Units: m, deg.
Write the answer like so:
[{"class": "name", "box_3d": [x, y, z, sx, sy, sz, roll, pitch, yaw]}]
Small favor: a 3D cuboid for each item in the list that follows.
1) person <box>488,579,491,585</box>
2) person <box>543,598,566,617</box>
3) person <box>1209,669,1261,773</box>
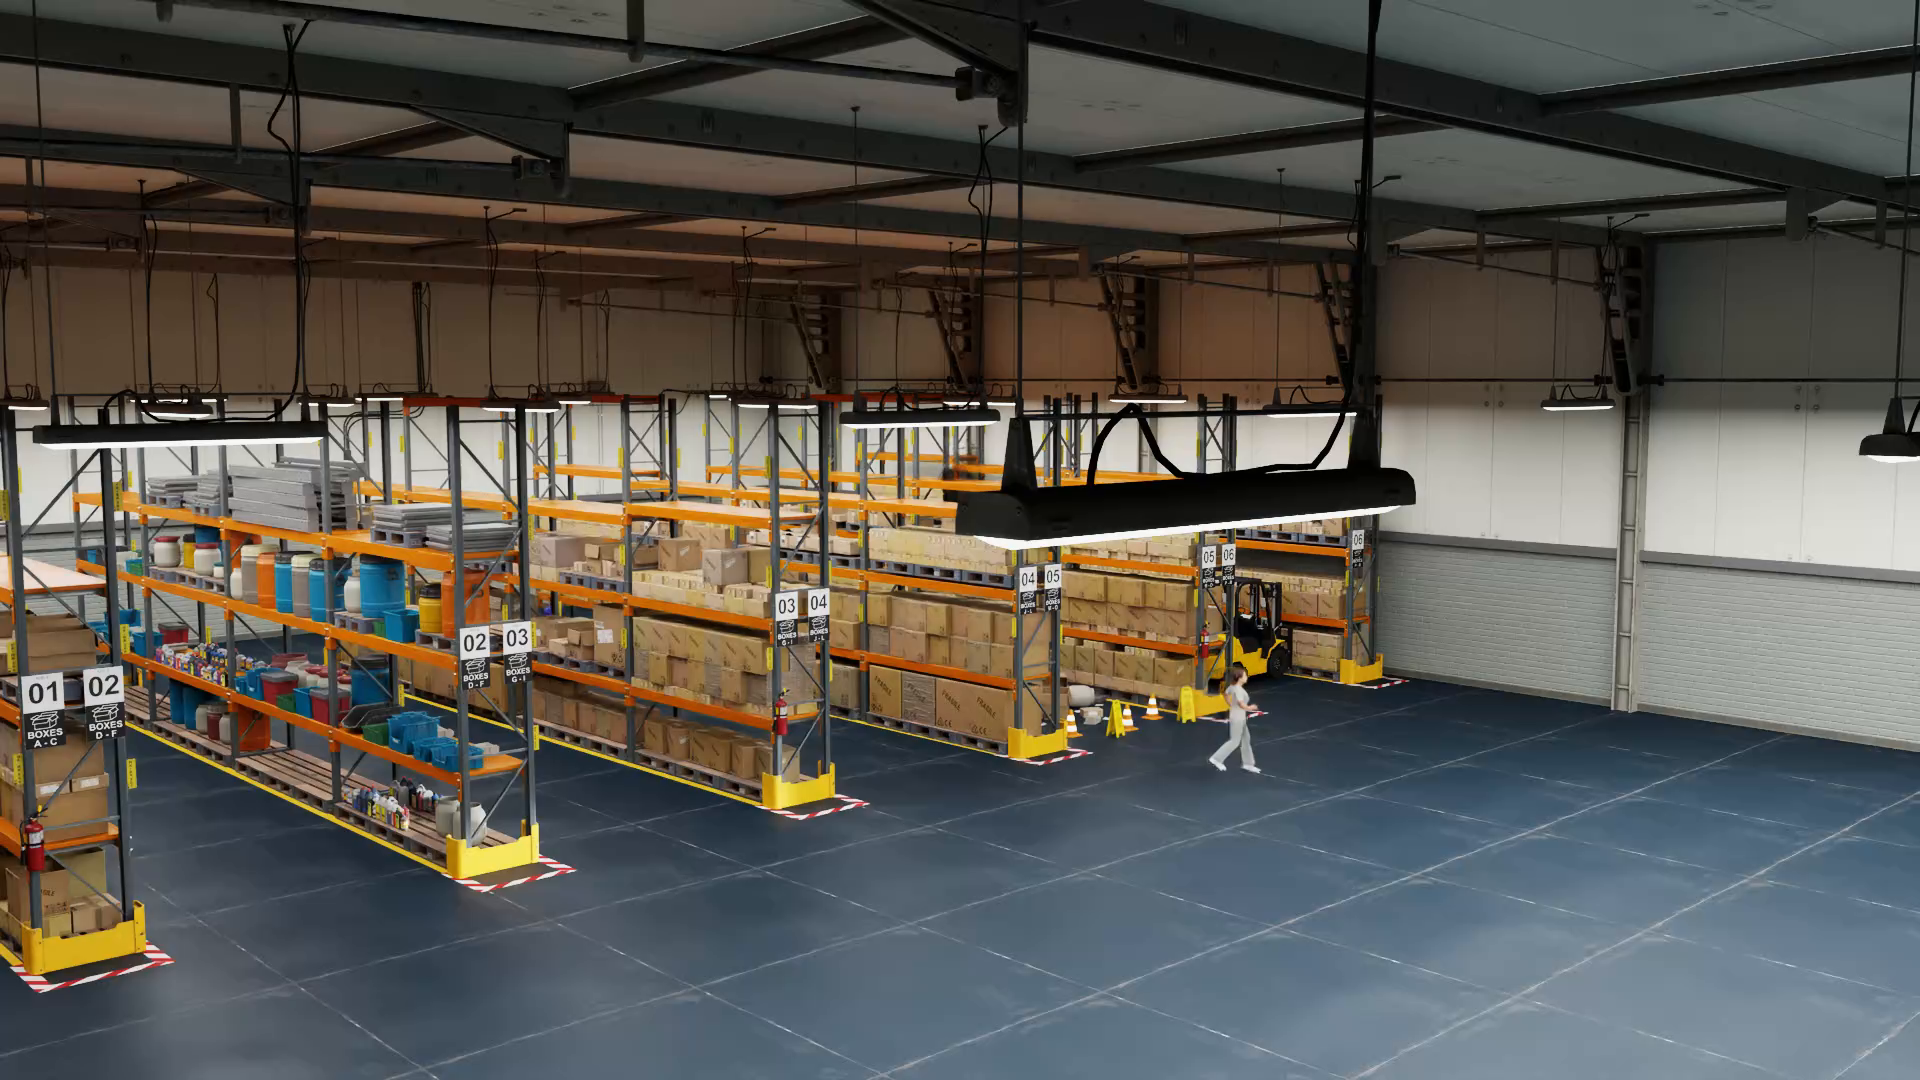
[{"class": "person", "box_3d": [-11.134, 1.703, 39.064, 0.704, 1.742, 0.786, 0, 6, 4]}, {"class": "person", "box_3d": [-8.856, 2.007, 36.301, 0.588, 1.670, 0.931, -4, 7, -37]}, {"class": "person", "box_3d": [4.438, 2.911, 26.757, 0.853, 1.698, 0.583, 0, 6, 0]}]
